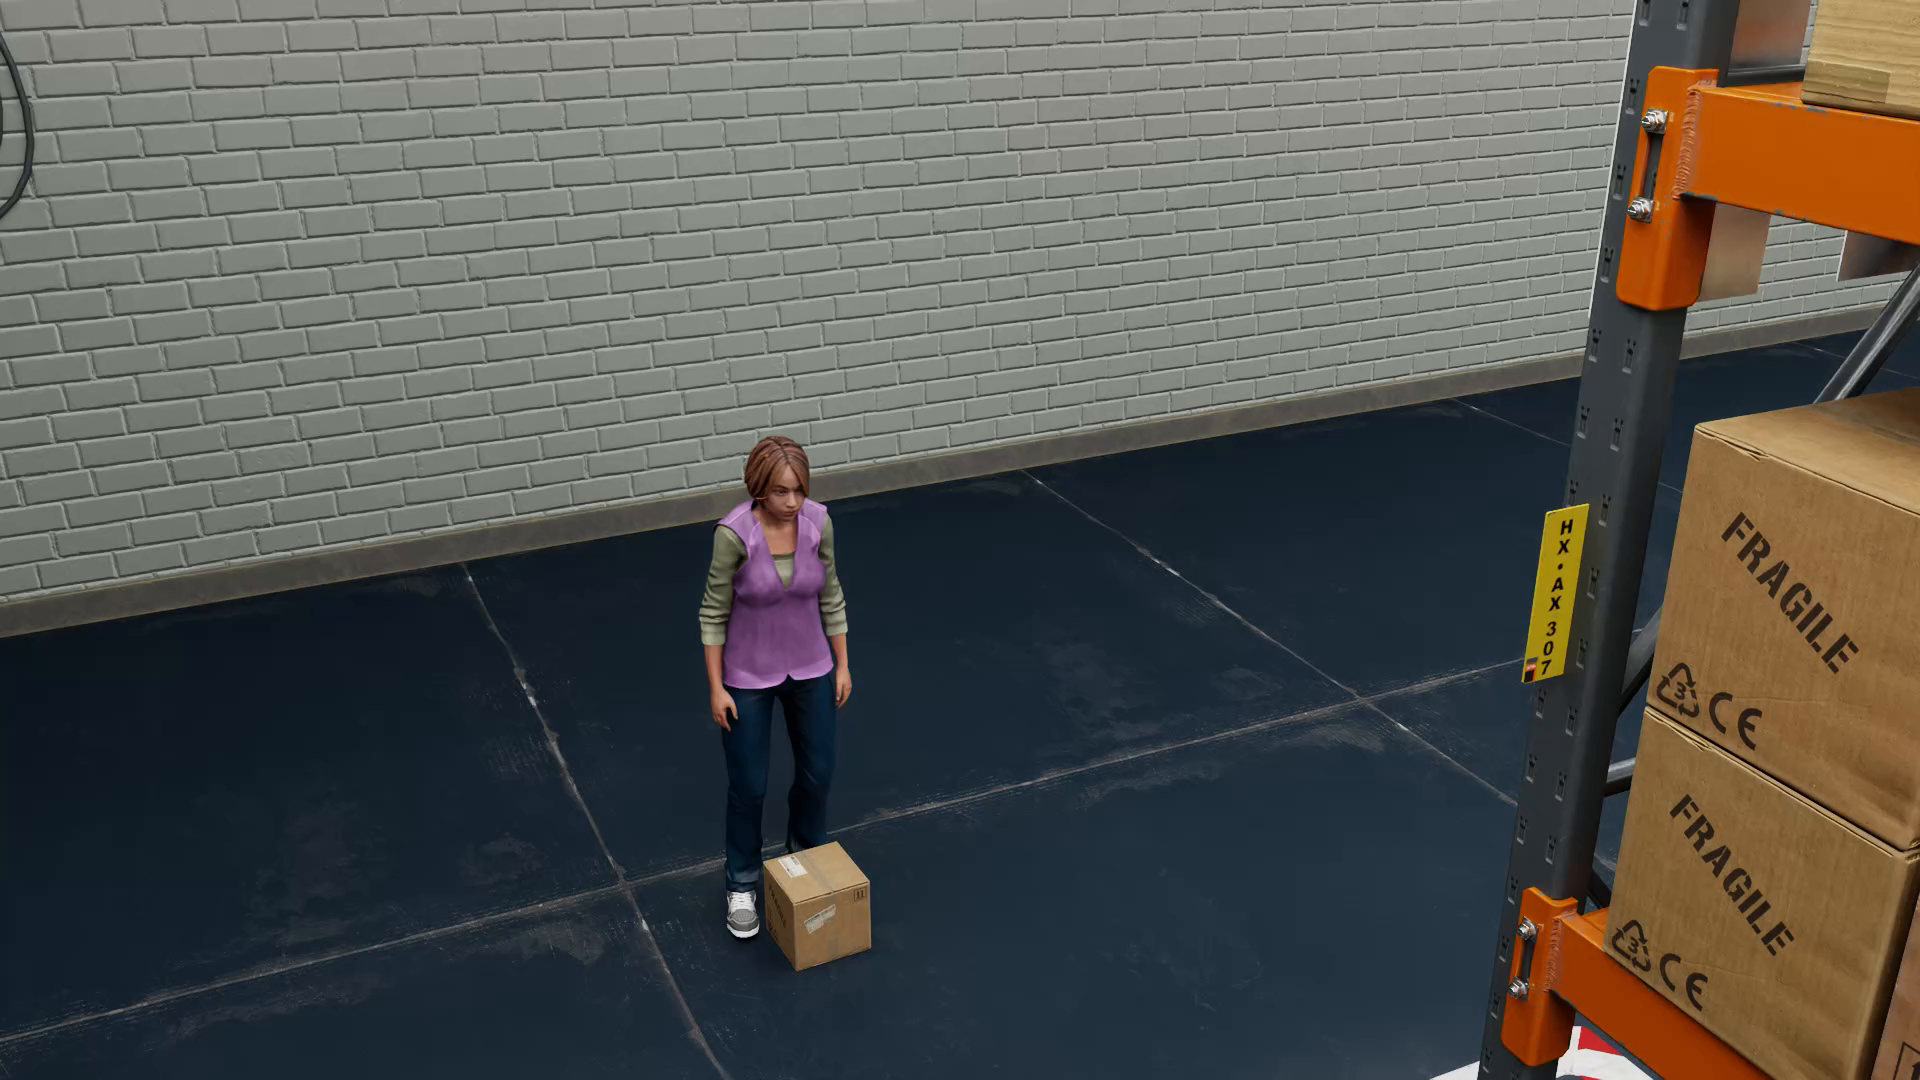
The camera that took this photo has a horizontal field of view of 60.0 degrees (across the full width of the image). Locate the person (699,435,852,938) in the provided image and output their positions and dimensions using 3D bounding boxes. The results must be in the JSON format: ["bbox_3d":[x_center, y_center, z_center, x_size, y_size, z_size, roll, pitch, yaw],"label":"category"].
[{"bbox_3d":[-0.553,0.428,5.072,0.461,1.593,0.343,-10,25,-23],"label":"person"}]
